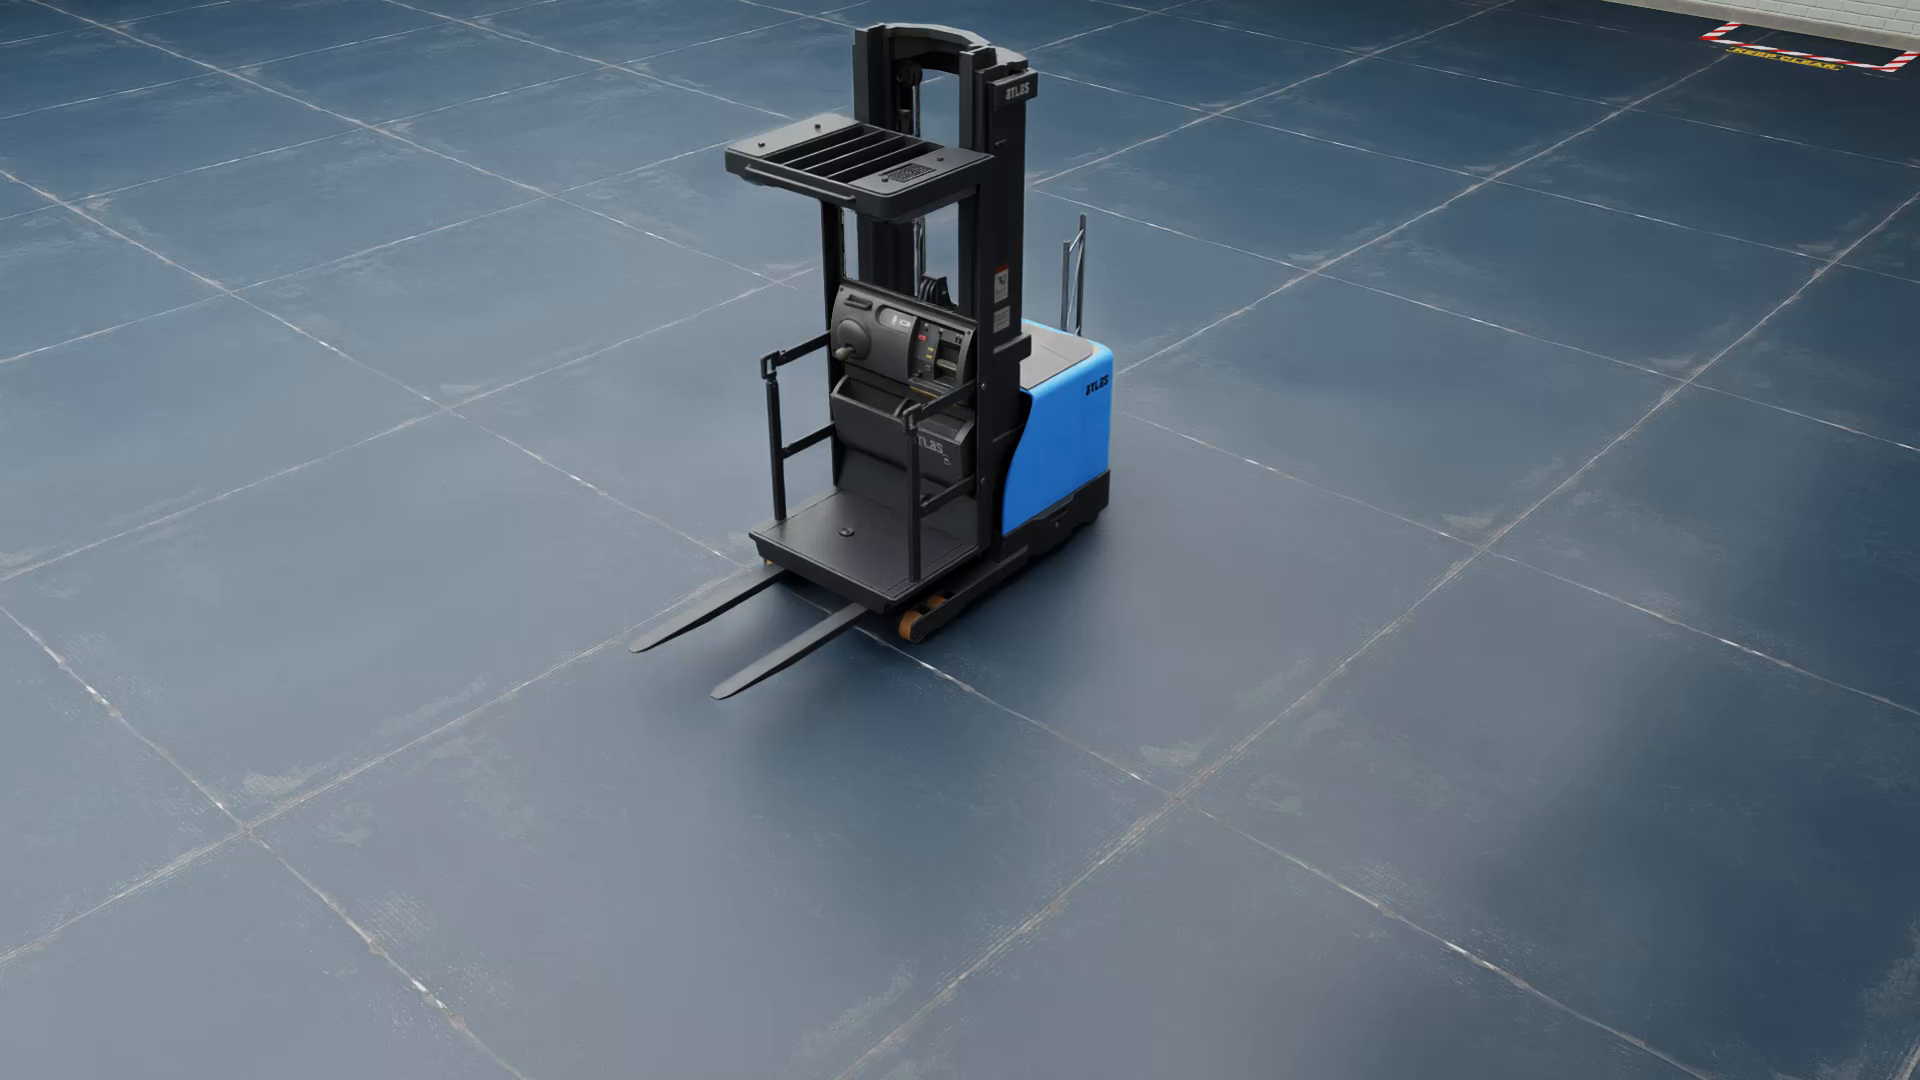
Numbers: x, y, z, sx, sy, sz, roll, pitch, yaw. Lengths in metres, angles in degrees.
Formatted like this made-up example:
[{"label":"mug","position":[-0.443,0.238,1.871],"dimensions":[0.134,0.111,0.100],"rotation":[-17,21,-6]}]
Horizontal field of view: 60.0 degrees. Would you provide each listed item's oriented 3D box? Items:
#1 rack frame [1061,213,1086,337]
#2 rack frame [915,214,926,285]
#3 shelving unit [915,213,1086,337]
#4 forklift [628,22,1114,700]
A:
[{"label":"rack frame","position":[0.684,-1.212,10.254],"dimensions":[0.032,1.500,0.500],"rotation":[8,32,13]},{"label":"rack frame","position":[-0.295,-1.355,10.491],"dimensions":[0.032,1.500,0.500],"rotation":[8,32,13]},{"label":"shelving unit","position":[0.194,-1.284,10.373],"dimensions":[1.048,1.500,0.538],"rotation":[8,32,13]},{"label":"forklift","position":[-0.443,-1.006,8.523],"dimensions":[1.130,2.935,3.031],"rotation":[23,38,33]}]
